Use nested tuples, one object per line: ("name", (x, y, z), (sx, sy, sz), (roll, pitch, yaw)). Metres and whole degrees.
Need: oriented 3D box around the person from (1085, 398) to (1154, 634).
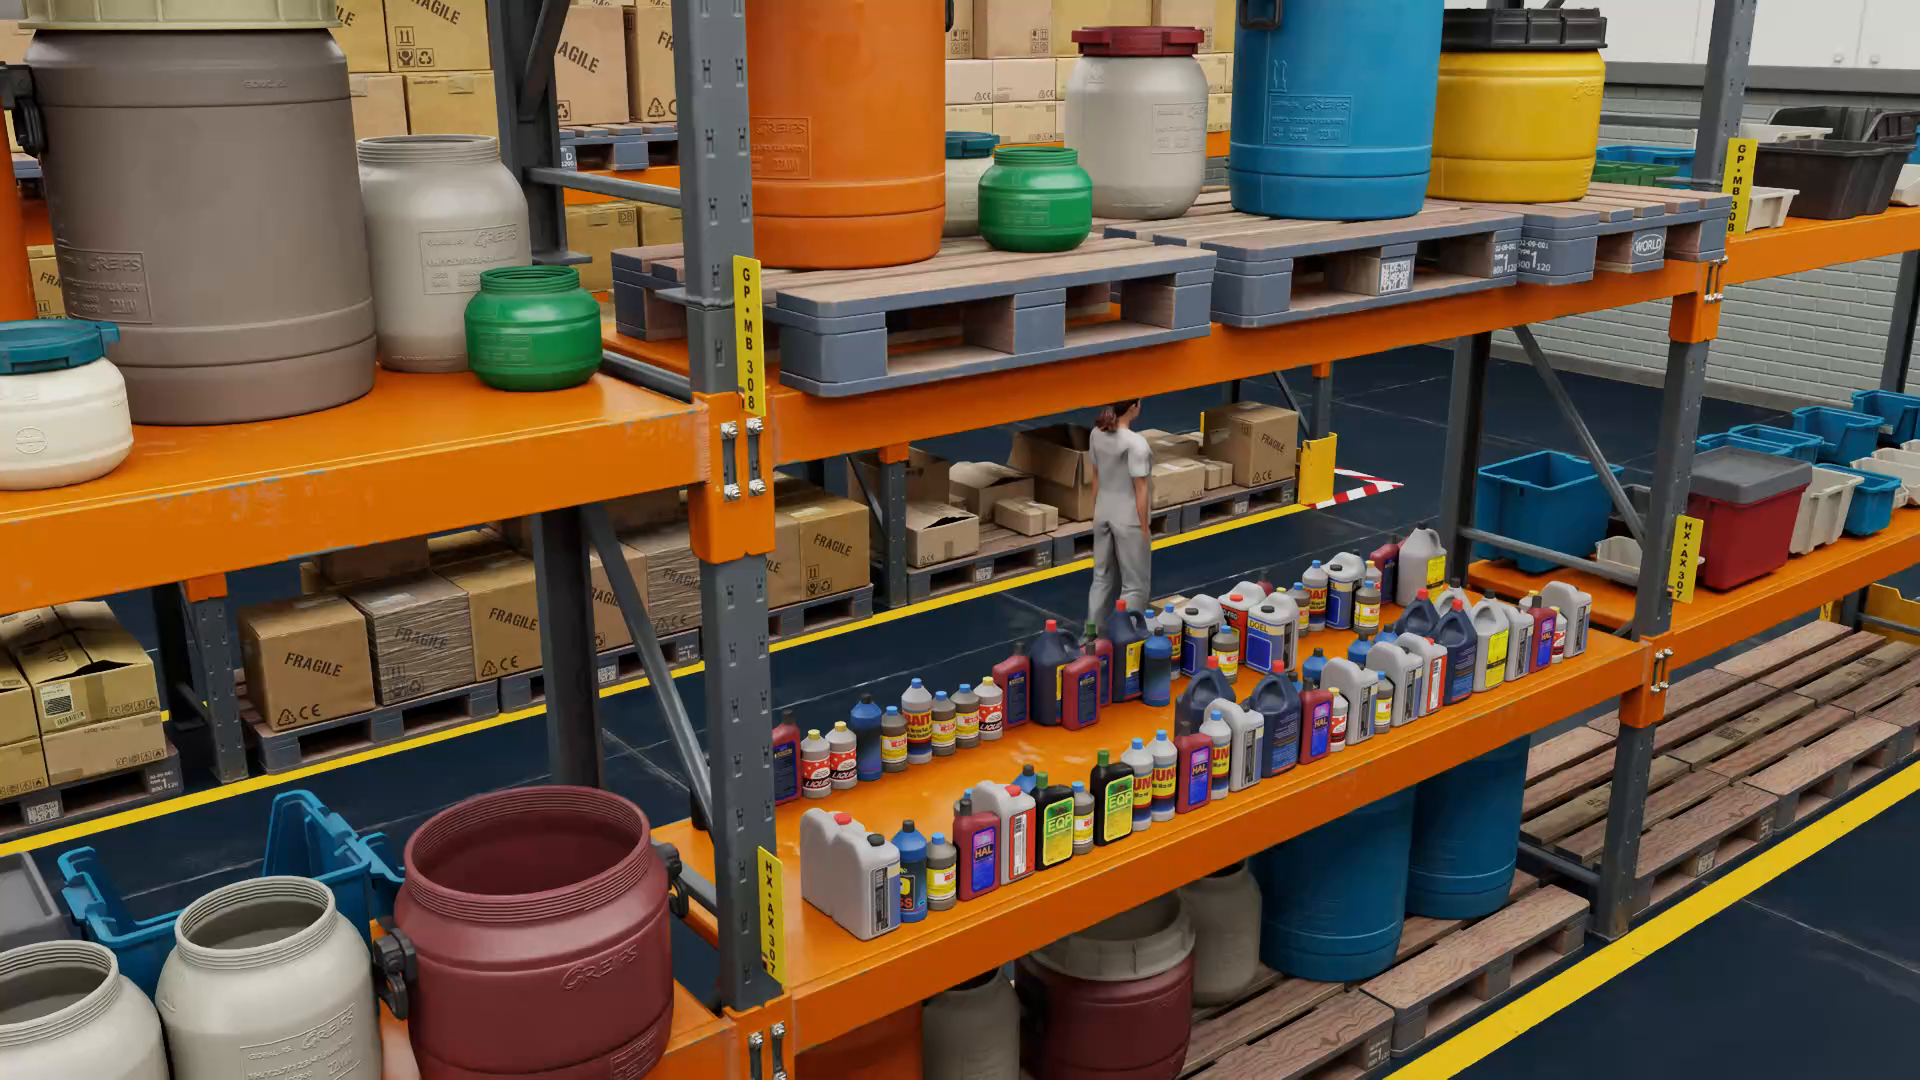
("person", (0.904, -0.084, 9.338), (0.375, 1.683, 0.438), (-13, 22, -35))
